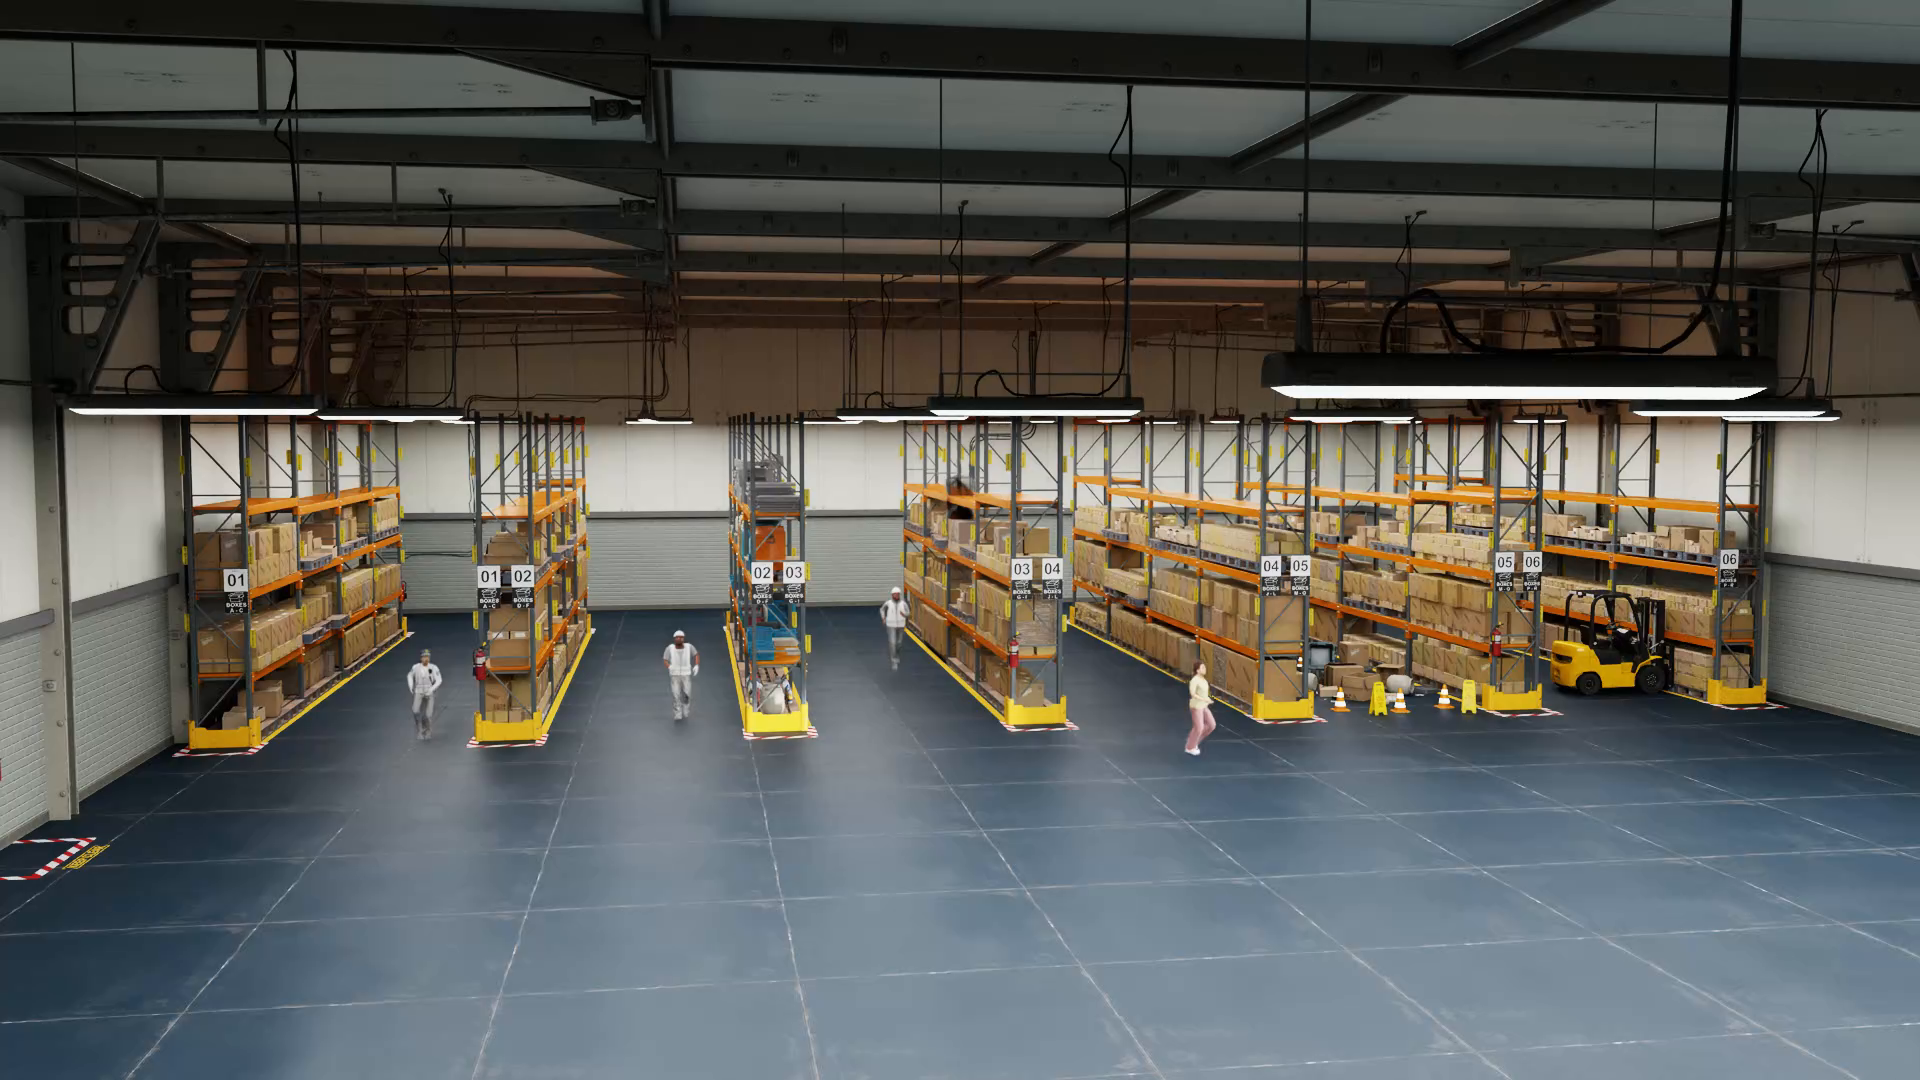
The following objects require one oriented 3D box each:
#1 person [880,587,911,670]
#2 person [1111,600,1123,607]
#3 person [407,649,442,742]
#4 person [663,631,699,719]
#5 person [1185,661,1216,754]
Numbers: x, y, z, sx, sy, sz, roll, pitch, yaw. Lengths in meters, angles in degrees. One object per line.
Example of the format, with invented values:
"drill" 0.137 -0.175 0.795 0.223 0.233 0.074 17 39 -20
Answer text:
"person" -1.441 1.978 37.540 0.641 1.822 0.812 -1 4 -15
"person" 4.668 1.459 50.137 0.585 1.730 0.703 0 4 -7
"person" -9.783 2.824 30.358 0.630 1.676 0.611 -1 4 -10
"person" -5.439 2.637 32.471 0.715 1.738 0.597 -1 4 -14
"person" 4.207 2.926 29.026 0.562 1.633 0.604 3 5 34
